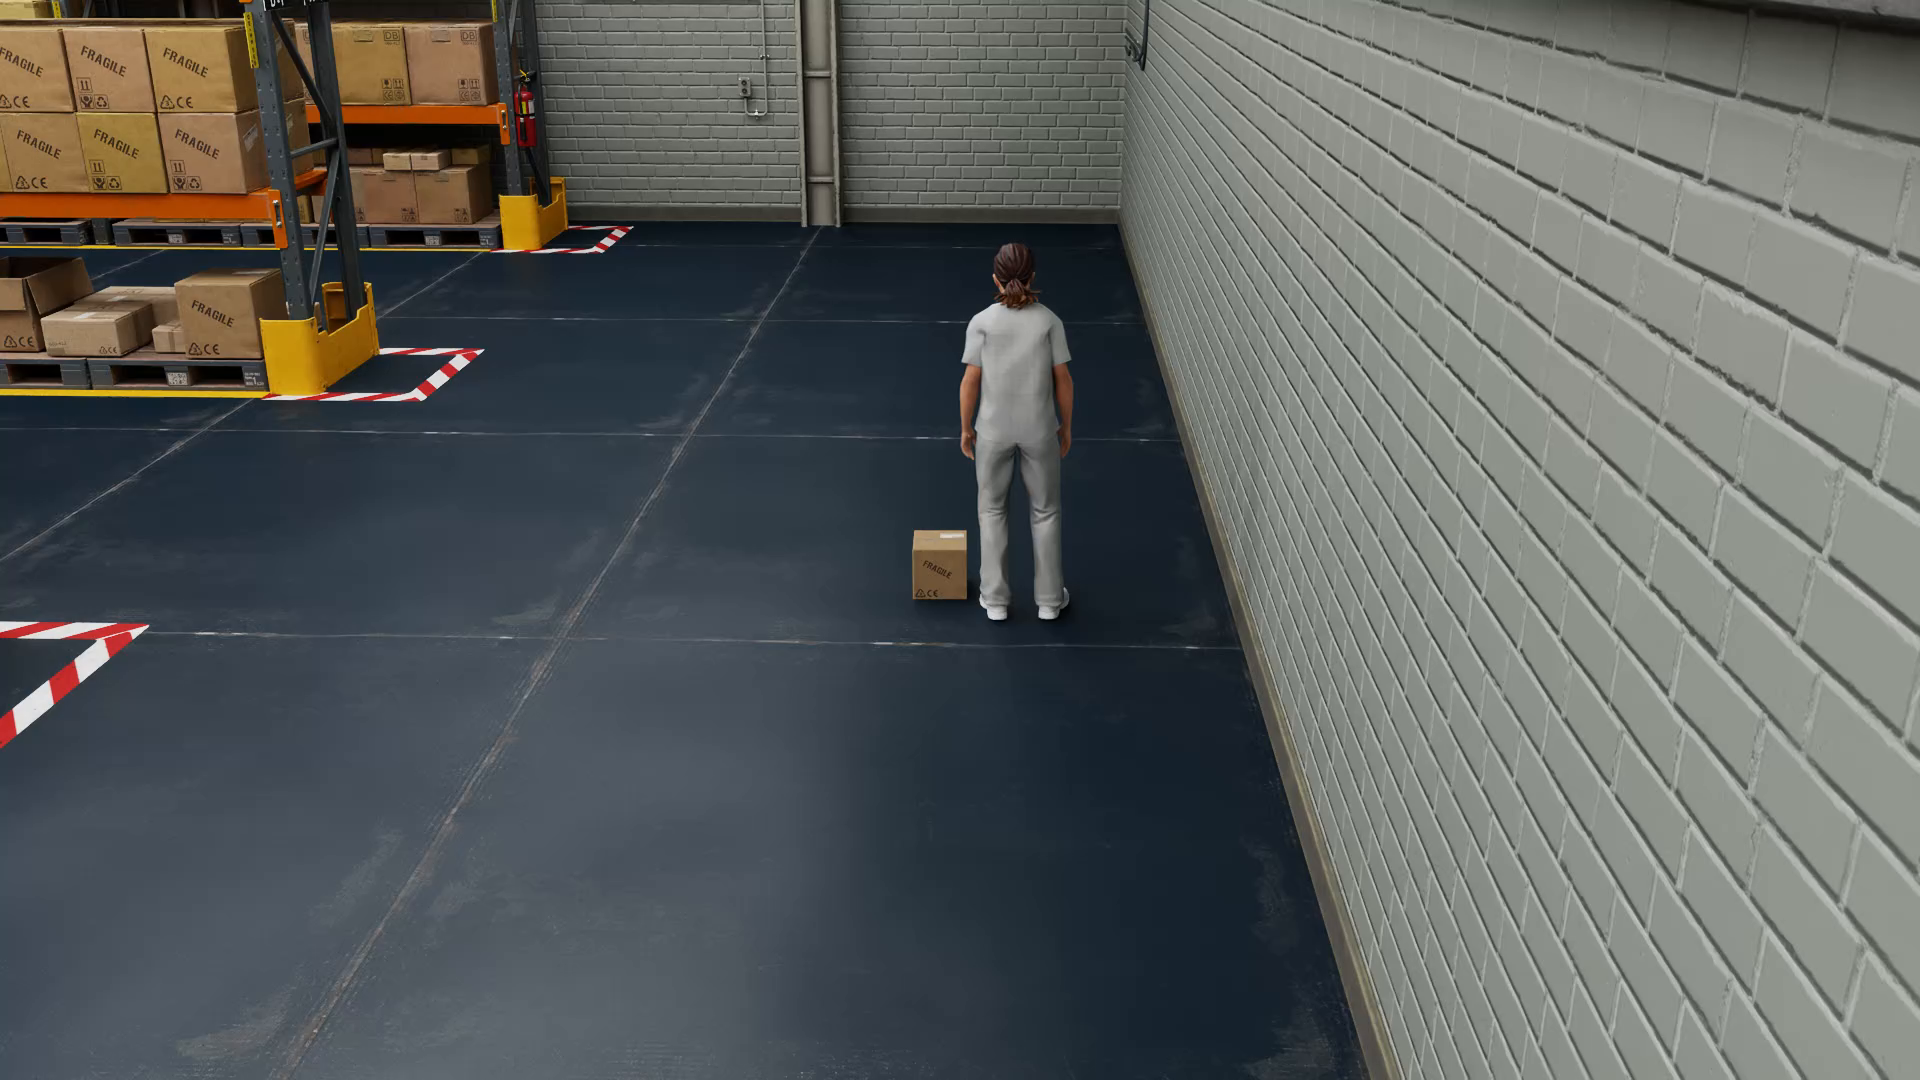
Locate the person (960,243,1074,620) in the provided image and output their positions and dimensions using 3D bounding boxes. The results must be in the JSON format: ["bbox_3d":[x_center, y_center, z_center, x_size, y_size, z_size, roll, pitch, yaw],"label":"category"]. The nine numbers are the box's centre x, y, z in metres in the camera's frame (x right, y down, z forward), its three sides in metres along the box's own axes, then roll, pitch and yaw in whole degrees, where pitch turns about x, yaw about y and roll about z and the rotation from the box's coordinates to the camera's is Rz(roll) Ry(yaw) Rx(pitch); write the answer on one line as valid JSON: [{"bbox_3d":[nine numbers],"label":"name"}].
[{"bbox_3d":[0.252,-0.459,7.286,0.504,1.673,0.348,0,21,0],"label":"person"}]
